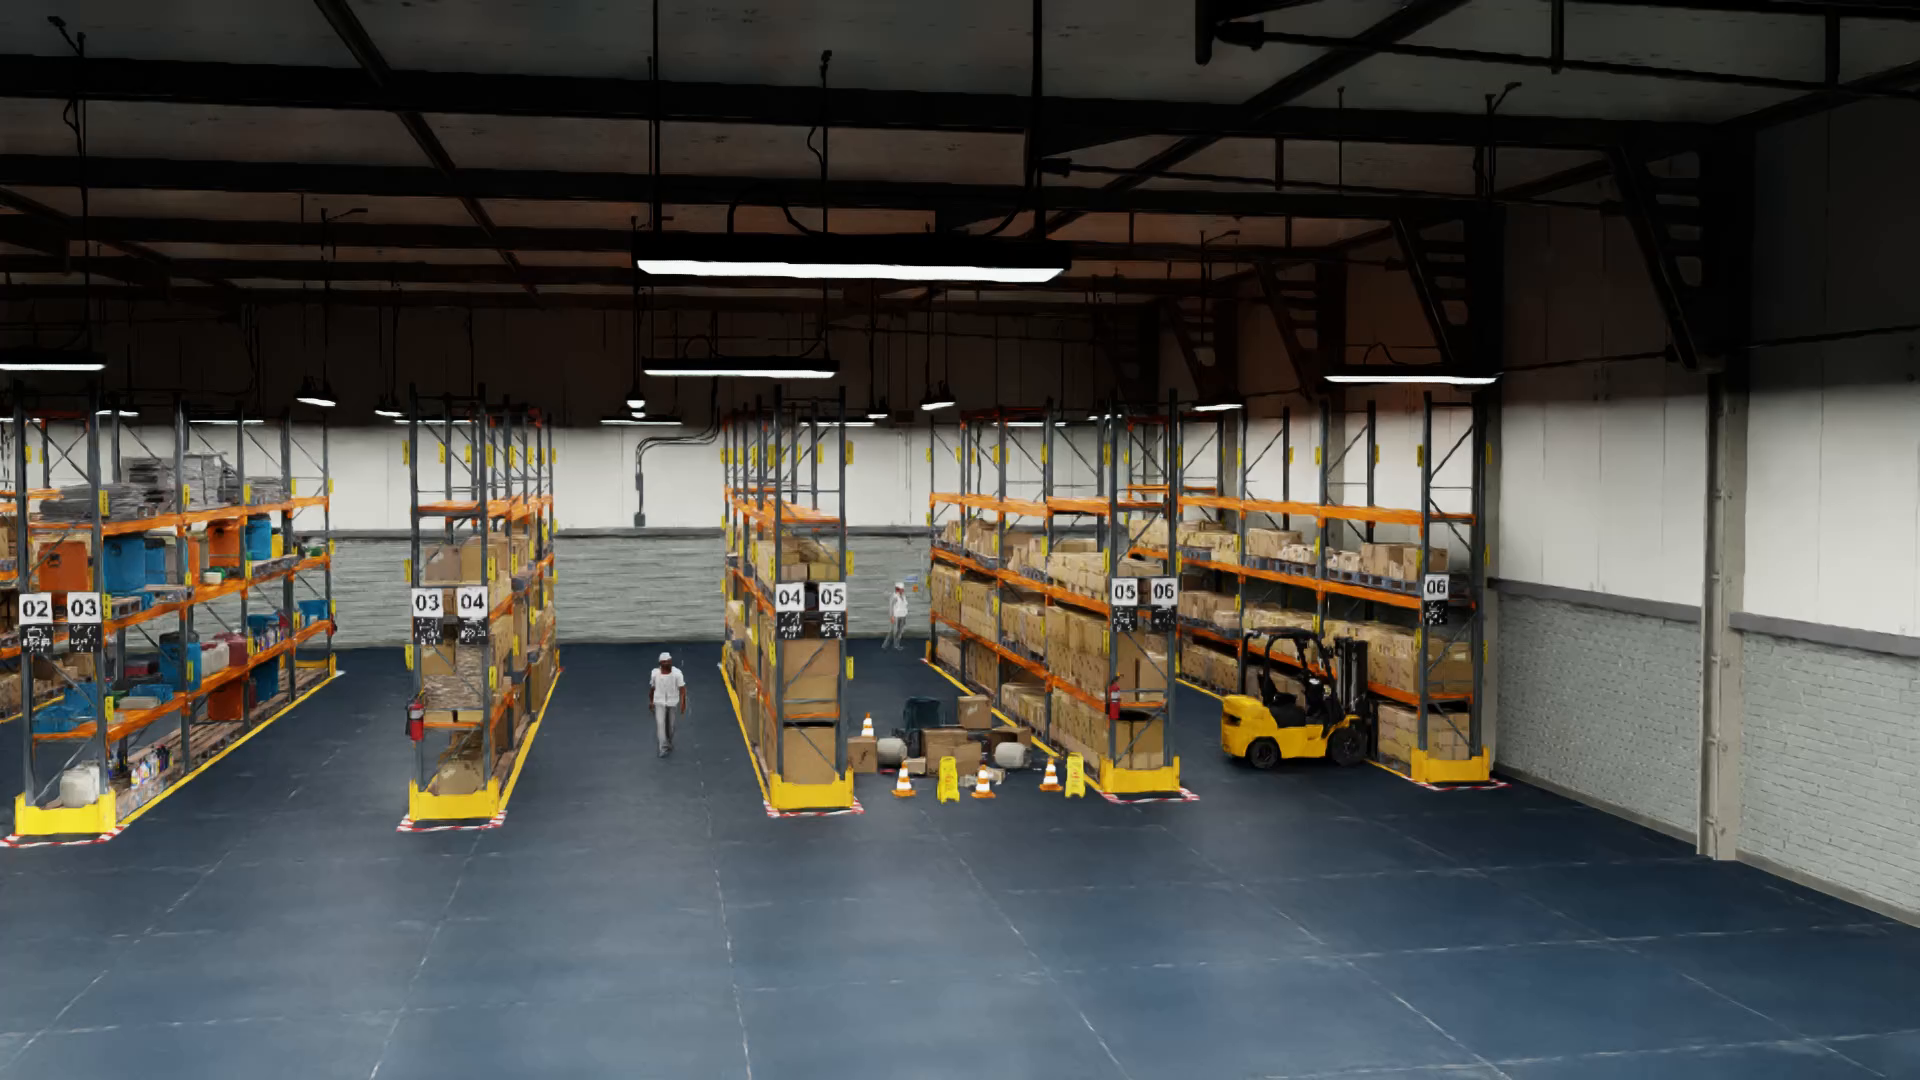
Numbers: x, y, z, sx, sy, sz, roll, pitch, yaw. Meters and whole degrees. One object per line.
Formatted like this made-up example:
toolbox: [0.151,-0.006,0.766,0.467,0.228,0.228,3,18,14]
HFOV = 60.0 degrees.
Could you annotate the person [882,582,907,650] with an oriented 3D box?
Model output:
person: [-1.676,1.950,42.746,0.515,1.762,0.694,2,4,40]

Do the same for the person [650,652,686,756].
person: [-4.917,2.729,27.965,0.591,1.716,1.042,-1,3,-12]

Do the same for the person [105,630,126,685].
person: [-17.891,2.468,35.127,0.417,1.480,1.037,0,3,-8]
